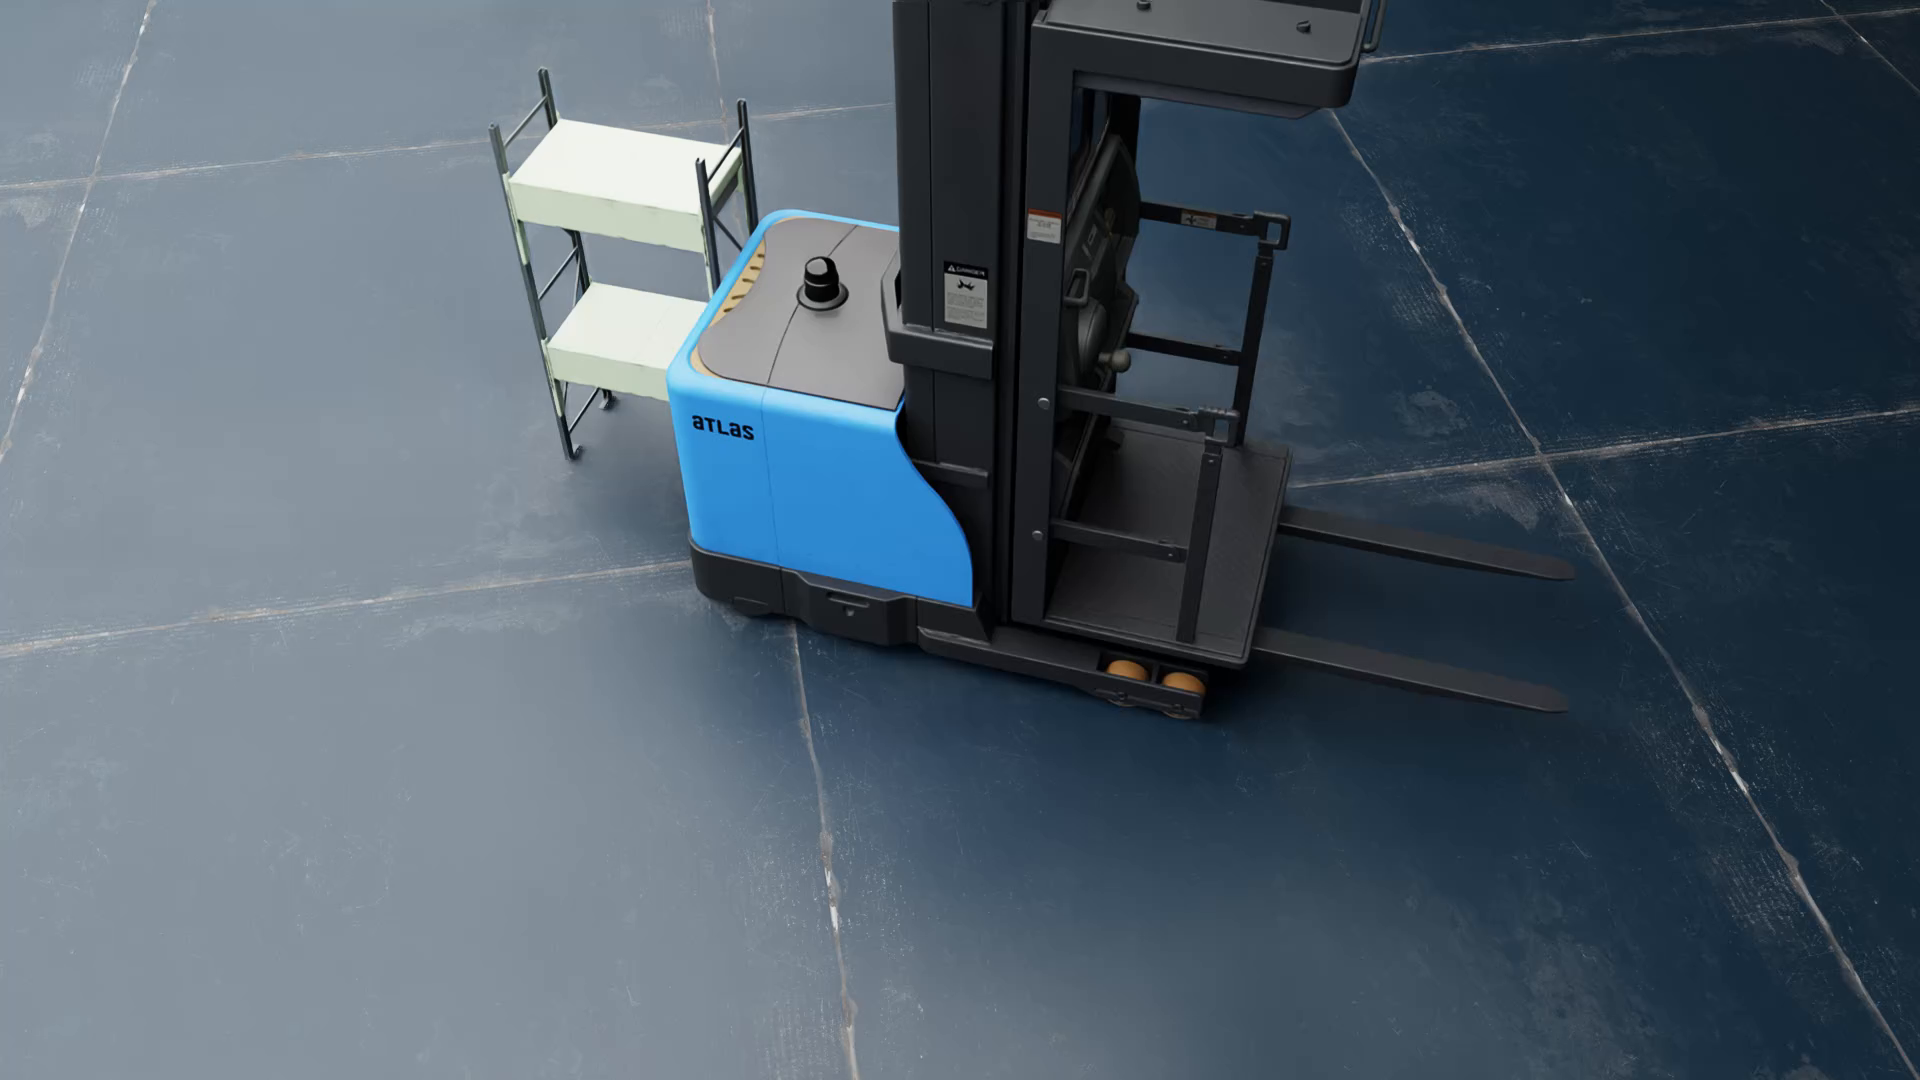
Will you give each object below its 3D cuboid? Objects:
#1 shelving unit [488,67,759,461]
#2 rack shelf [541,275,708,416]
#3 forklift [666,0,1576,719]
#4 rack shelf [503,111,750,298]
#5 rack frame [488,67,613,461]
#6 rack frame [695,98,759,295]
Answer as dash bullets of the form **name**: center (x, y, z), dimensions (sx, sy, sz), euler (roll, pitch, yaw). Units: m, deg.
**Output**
- **shelving unit**: center (-1.138, -0.901, 6.076), dimensions (0.755, 1.500, 0.431), euler (12, 47, 11)
- **rack shelf**: center (-1.138, -0.675, 6.311), dimensions (0.720, 0.370, 0.431), euler (12, 47, 11)
- **forklift**: center (0.618, -0.837, 5.021), dimensions (3.031, 2.935, 1.130), euler (12, 47, 11)
- **rack shelf**: center (-1.138, -1.172, 5.795), dimensions (0.720, 0.370, 0.431), euler (12, 47, 11)
- **rack frame**: center (-1.490, -0.974, 6.147), dimensions (0.023, 1.500, 0.400), euler (12, 47, 11)
- **rack frame**: center (-0.786, -0.828, 6.006), dimensions (0.023, 1.500, 0.400), euler (12, 47, 11)
